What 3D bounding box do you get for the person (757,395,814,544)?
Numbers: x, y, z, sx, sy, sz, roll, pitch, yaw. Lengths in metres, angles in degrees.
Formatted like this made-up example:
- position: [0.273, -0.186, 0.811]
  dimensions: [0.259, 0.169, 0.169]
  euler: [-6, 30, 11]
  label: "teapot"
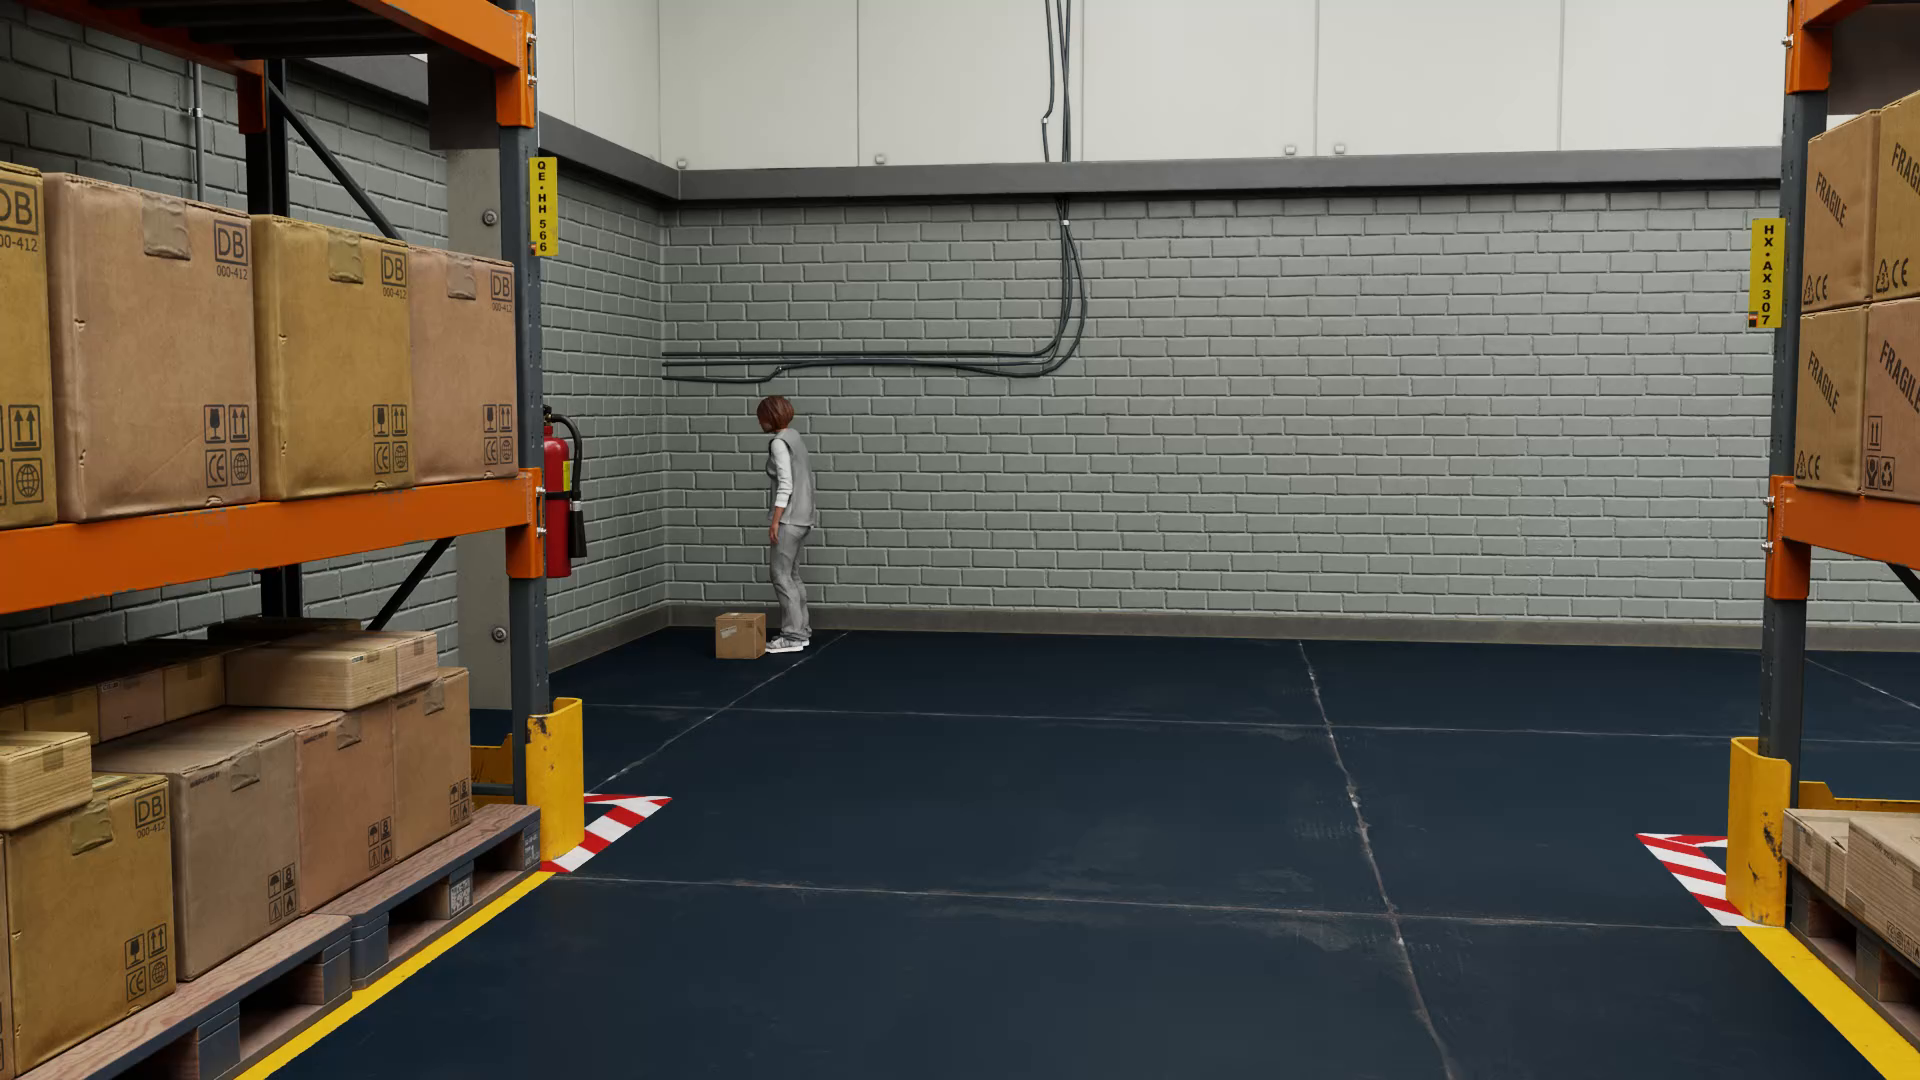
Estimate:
- position: [-1.088, -0.433, 10.335]
  dimensions: [0.333, 0.891, 0.461]
  euler: [1, 5, 8]
  label: "person"
